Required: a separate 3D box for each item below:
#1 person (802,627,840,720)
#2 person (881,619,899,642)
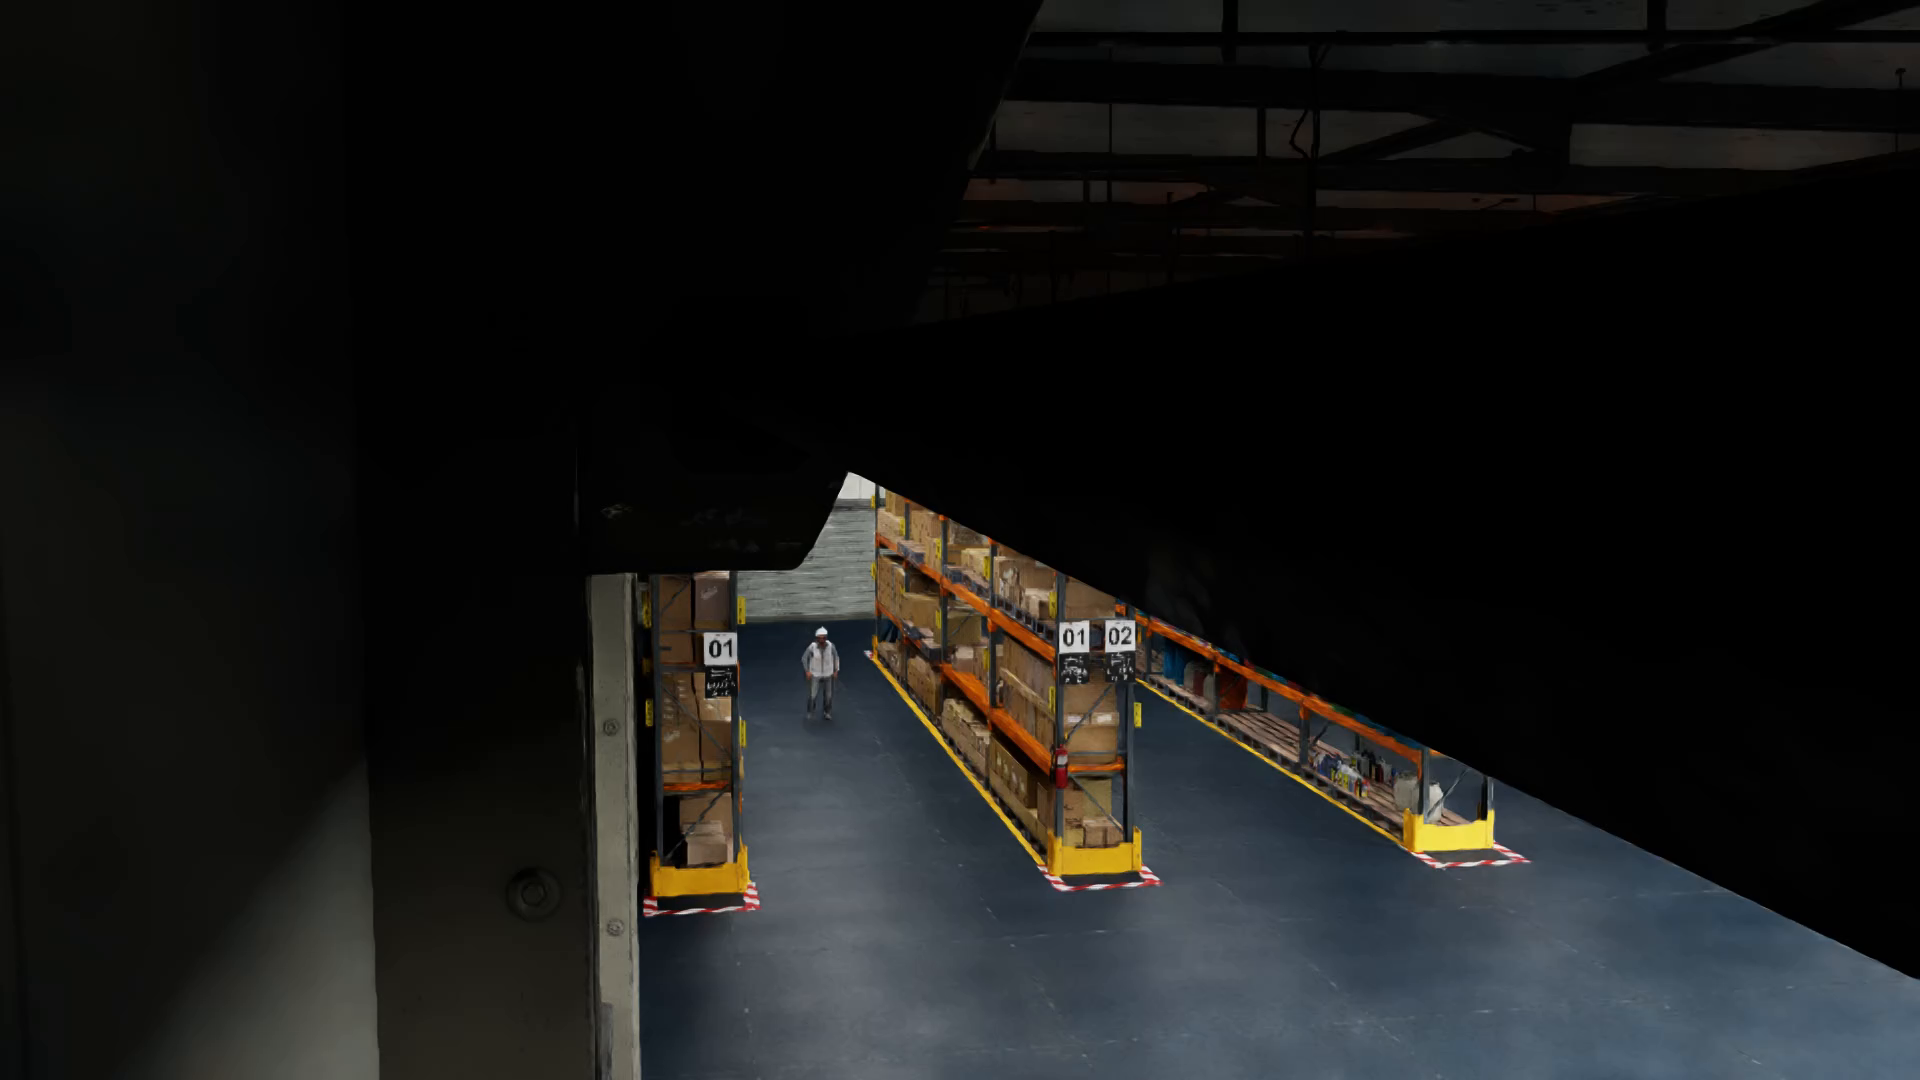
[{"bbox_3d":[-2.502,2.406,29.966,0.677,1.726,0.574,-1,6,-13],"label":"person"},{"bbox_3d":[-1.585,1.647,37.993,0.472,1.589,0.600,4,7,33],"label":"person"}]
